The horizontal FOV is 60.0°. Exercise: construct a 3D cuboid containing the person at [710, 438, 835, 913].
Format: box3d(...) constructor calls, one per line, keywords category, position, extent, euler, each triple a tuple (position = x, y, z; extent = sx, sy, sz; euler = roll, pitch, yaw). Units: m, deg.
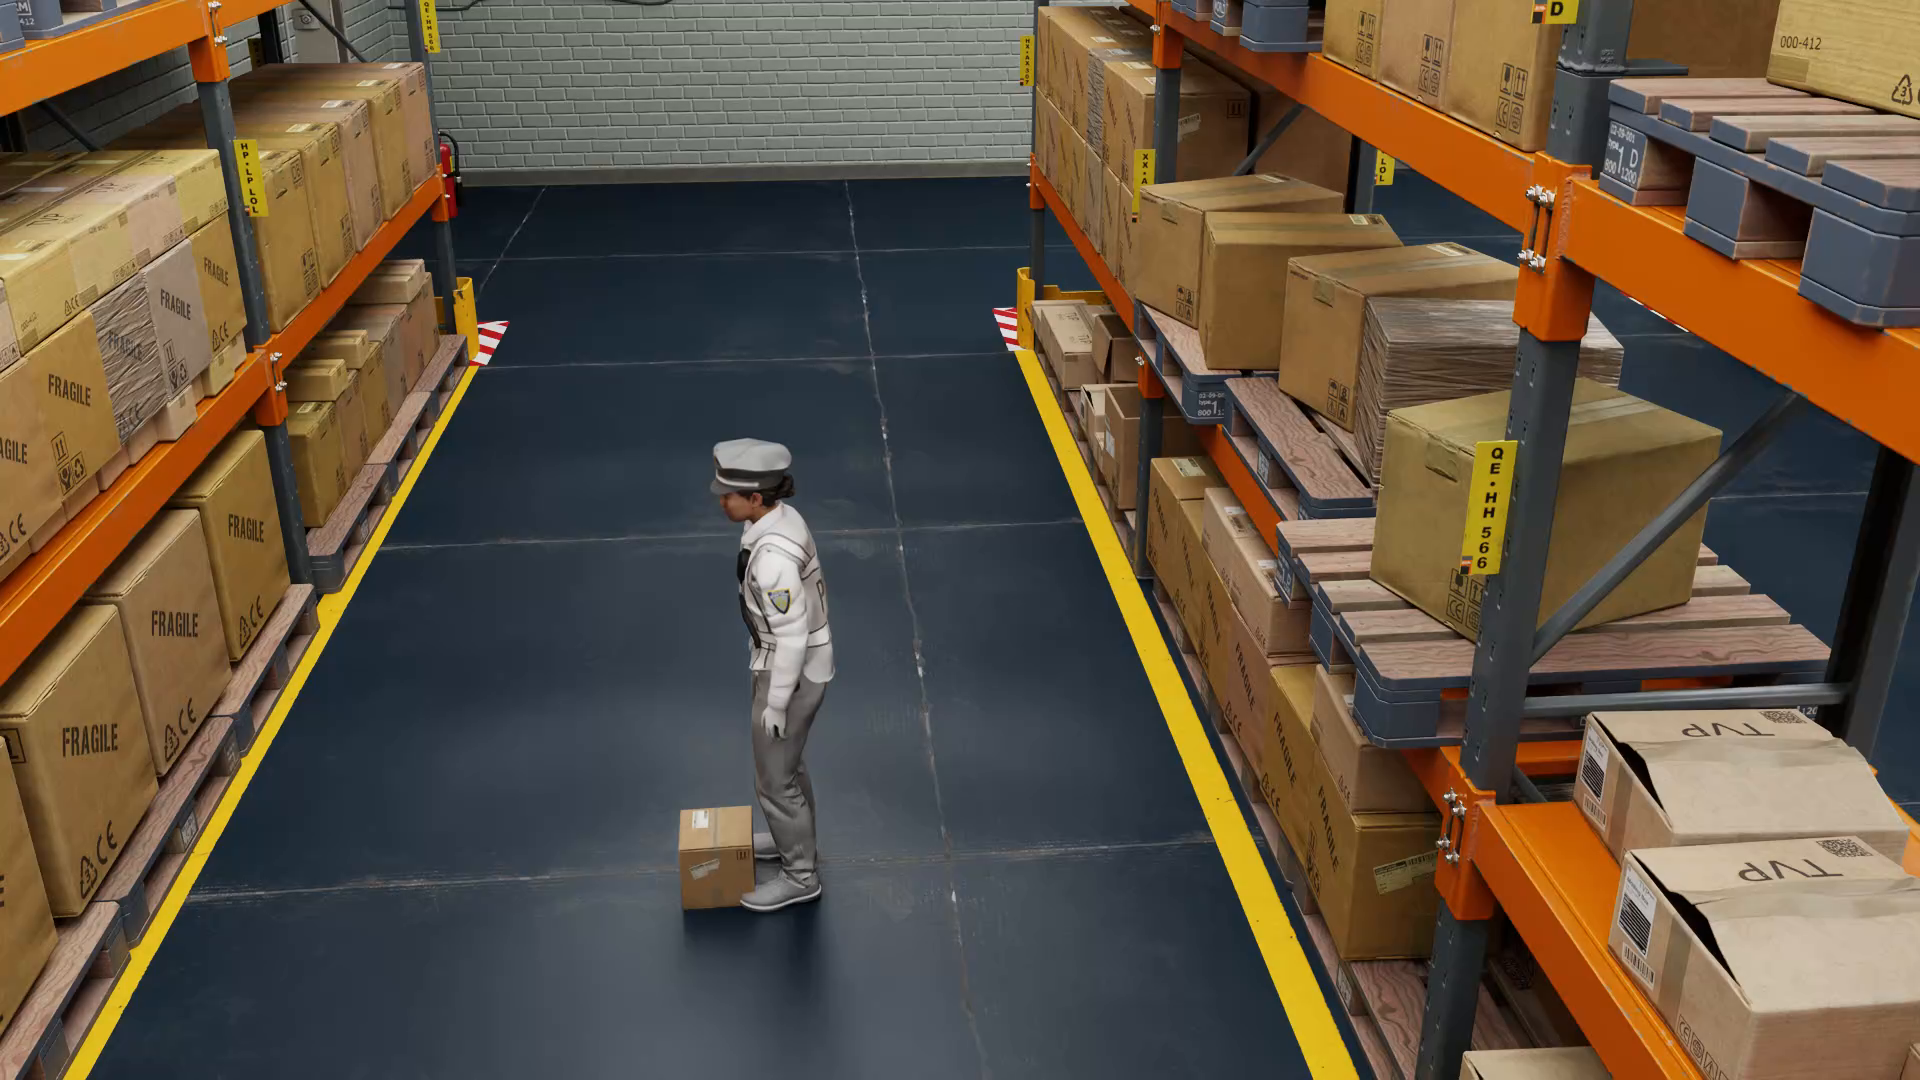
box3d(category="person", position=(-0.608, 0.454, 5.572), extent=(0.373, 1.662, 0.524), euler=(-3, 24, -7))
